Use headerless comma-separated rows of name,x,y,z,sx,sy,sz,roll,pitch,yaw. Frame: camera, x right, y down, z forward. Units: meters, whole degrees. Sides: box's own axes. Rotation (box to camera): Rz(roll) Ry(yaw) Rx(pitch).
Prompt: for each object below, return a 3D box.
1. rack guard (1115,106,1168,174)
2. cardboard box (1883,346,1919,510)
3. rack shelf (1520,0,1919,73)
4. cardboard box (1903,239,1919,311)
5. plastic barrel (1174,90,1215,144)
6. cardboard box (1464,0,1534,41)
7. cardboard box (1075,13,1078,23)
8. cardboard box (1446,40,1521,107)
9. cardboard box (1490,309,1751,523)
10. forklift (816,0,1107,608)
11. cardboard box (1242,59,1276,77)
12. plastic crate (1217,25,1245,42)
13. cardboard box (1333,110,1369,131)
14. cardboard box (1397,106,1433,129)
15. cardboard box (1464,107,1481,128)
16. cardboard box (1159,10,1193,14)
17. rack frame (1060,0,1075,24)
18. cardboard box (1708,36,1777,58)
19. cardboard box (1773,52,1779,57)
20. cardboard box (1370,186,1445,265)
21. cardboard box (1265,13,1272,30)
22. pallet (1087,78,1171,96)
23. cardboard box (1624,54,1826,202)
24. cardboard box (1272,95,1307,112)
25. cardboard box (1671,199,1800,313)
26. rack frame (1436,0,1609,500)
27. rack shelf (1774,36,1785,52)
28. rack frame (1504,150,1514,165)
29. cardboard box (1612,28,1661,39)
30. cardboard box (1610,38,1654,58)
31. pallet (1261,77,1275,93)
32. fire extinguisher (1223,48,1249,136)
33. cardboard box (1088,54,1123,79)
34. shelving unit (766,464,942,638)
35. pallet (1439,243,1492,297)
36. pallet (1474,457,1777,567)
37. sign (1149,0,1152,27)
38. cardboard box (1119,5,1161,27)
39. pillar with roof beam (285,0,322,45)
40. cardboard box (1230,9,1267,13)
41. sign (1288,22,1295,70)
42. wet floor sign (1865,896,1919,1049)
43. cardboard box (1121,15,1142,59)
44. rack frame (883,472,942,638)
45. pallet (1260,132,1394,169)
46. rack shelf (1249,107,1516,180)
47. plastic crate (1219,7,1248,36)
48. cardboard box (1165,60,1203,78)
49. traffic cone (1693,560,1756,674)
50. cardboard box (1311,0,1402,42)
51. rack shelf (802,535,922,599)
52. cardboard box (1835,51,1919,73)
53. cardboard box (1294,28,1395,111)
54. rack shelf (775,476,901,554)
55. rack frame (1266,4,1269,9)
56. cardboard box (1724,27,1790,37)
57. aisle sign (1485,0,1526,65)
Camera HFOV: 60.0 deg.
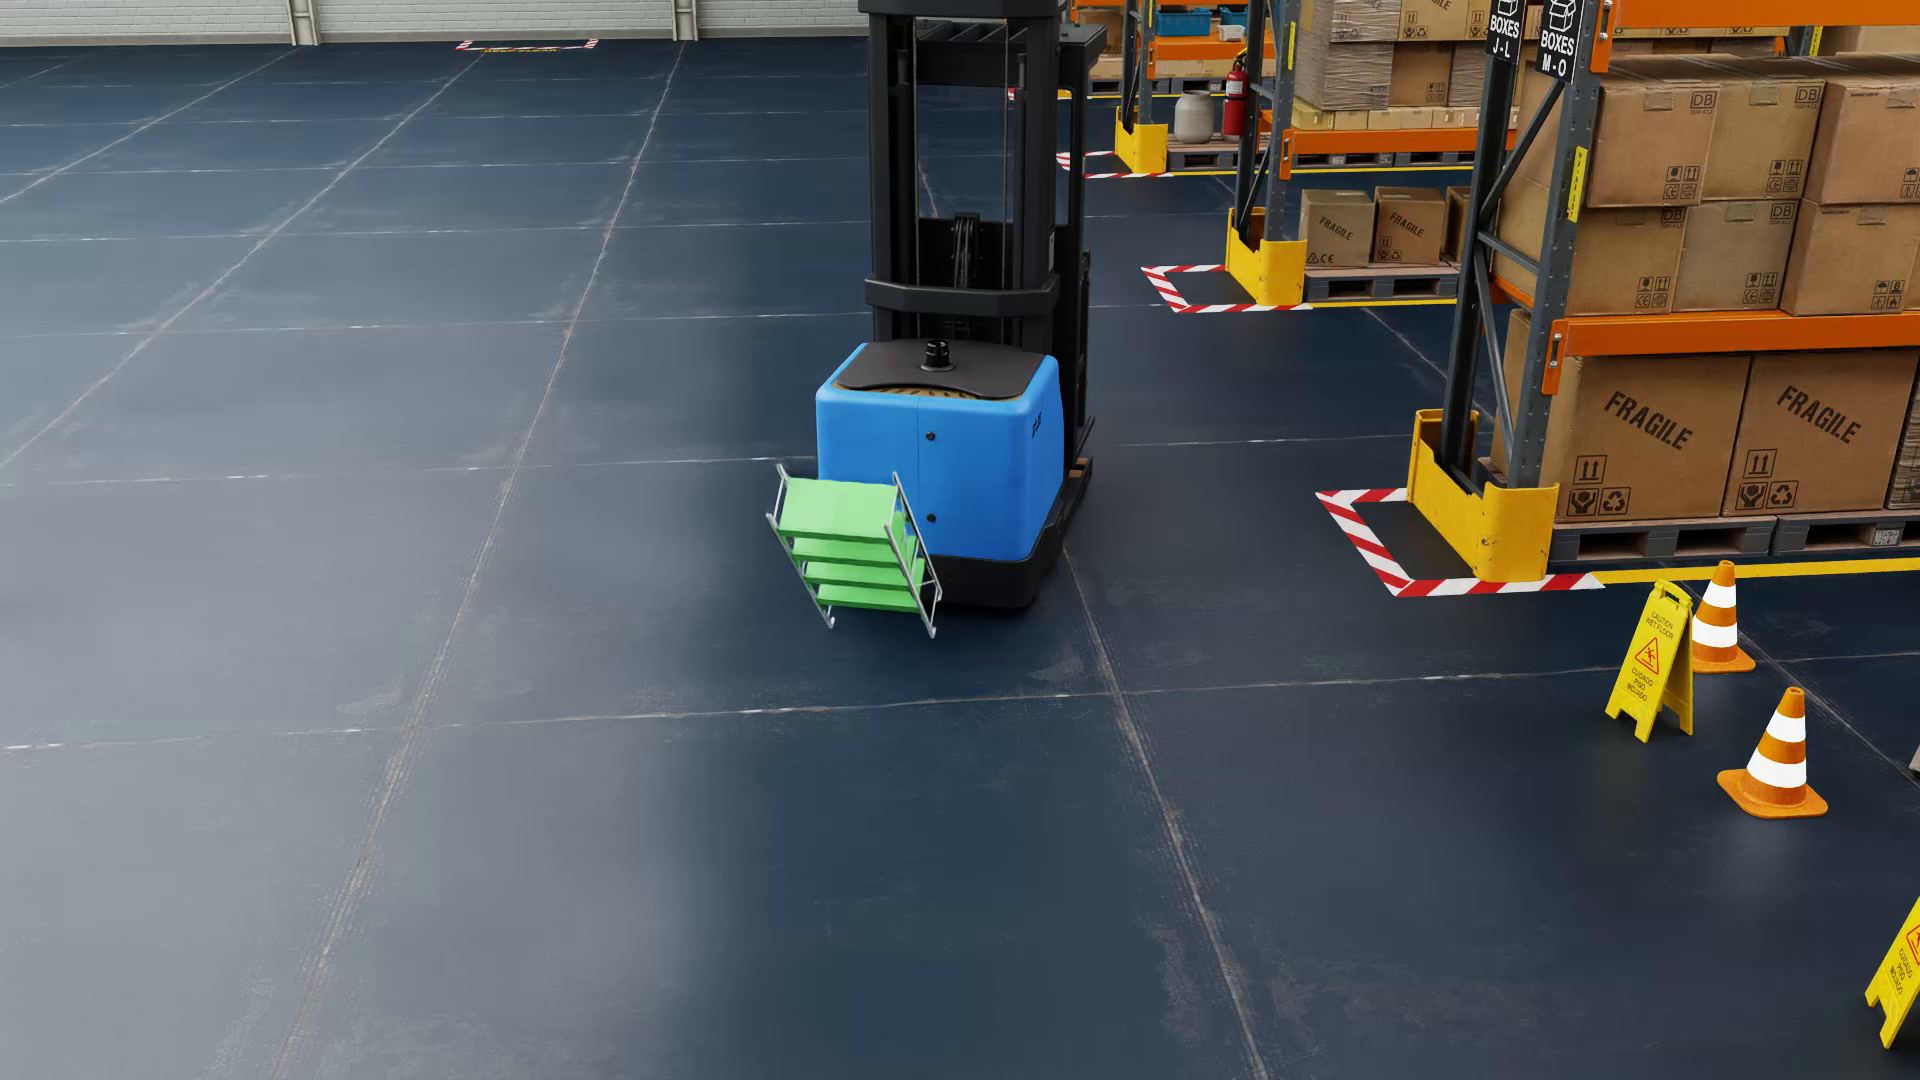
rack guard,1.932,-4.288,17.783,0.348,0.500,1.175,-2,24,-5
cardboard box,5.186,-0.744,8.830,0.875,0.875,0.875,-2,24,-5
rack shelf,4.725,-2.520,7.918,4.000,0.370,1.077,-2,24,-5
cardboard box,4.738,-1.540,8.337,0.500,0.550,0.875,-2,24,-5
plastic barrel,2.509,-4.521,17.774,0.421,0.512,0.421,0,24,0
cardboard box,3.918,-3.995,12.324,0.500,0.500,0.500,-2,24,-5
cardboard box,1.585,-8.377,26.672,0.500,0.311,0.500,-5,24,-11
cardboard box,3.886,-3.670,12.825,0.500,0.500,0.875,-2,24,-5
cardboard box,3.403,-0.673,8.669,0.875,0.875,0.875,-2,24,-5
forklift,0.138,-1.589,8.716,1.130,2.935,3.031,5,24,12
cardboard box,3.924,-6.357,22.228,0.500,0.250,0.500,-2,24,-5
plastic crate,2.783,-5.194,17.067,0.250,0.136,0.298,-2,24,-5
cardboard box,2.906,-3.209,12.586,0.250,0.149,0.380,-2,24,-5
cardboard box,3.403,-3.231,12.636,0.250,0.149,0.380,-2,24,-5
cardboard box,3.898,-3.260,12.700,0.250,0.149,0.380,-2,24,-5
cardboard box,2.876,-6.877,22.473,0.500,0.500,0.500,-2,24,-5
rack frame,1.378,-7.411,21.730,0.127,3.000,1.000,-2,24,-5
cardboard box,5.875,-3.755,13.016,0.500,0.500,0.875,-2,24,-5
cardboard box,10.840,-6.733,22.741,0.500,0.500,0.500,-3,24,-6
cardboard box,3.562,-2.512,13.270,0.500,0.500,0.500,4,24,9
cardboard box,3.923,-6.705,22.087,0.500,0.500,0.500,-2,24,-5
pallet,2.135,-6.184,22.403,1.213,0.211,1.003,-2,24,-5
cardboard box,3.646,-2.018,8.084,0.550,0.550,0.875,-2,24,-5
cardboard box,2.611,-3.387,12.986,0.250,0.149,0.380,-2,24,-5
cardboard box,3.645,-1.530,8.315,0.550,0.550,0.875,-2,24,-5
rack frame,2.735,-1.398,8.202,0.127,3.000,1.000,-2,24,-5
rack shelf,7.832,-5.319,17.911,4.000,0.370,1.077,-2,24,-5
rack frame,5.842,-5.568,17.585,0.127,3.000,1.000,-2,24,-5
cardboard box,4.913,-4.036,12.416,0.500,0.500,0.500,-2,24,-5
cardboard box,4.886,-3.689,12.866,0.500,0.500,0.875,-2,24,-5
pallet,4.563,-6.282,22.623,1.213,0.211,1.003,-2,24,-5
fire extinguisher,2.189,-3.553,13.146,0.183,0.674,0.296,-2,24,-5
cardboard box,1.933,-6.278,22.049,0.500,0.250,0.500,-2,24,-5
shelving unit,-0.433,0.071,7.248,0.503,1.200,0.258,5,66,11
pallet,4.447,-2.201,13.442,1.213,0.211,1.003,-2,24,-5
pallet,3.523,-0.187,8.911,1.213,0.211,1.003,-2,24,-5
sign,1.911,-5.313,16.669,0.005,0.325,0.100,-2,24,-5
cardboard box,2.887,-8.495,26.705,0.500,0.500,0.700,-4,24,-8
pillar with roof beam,-10.020,-10.313,20.873,0.400,9.000,9.100,-2,24,-5
cardboard box,3.871,-6.917,22.564,0.500,0.500,0.500,-2,24,-5
sign,2.401,-3.583,12.052,0.005,0.325,0.100,-2,24,-5
wet floor sign,3.028,1.250,5.144,0.232,0.644,0.267,6,25,13
cardboard box,2.431,-6.641,21.944,0.500,0.500,0.500,-2,24,-5
rack frame,-0.195,0.090,7.200,0.015,1.200,0.240,5,66,11
pallet,3.952,-4.234,18.016,1.213,0.211,1.003,-2,24,-5
rack shelf,4.338,-3.158,13.047,4.000,0.370,1.077,-2,24,-5
plastic crate,2.977,-5.505,17.626,0.408,0.251,0.499,-2,24,-5
cardboard box,2.928,-6.319,22.142,0.500,0.250,0.500,-2,24,-5
traffic cone,3.403,0.314,7.474,0.334,0.463,0.336,-2,24,-5
cardboard box,2.922,-3.957,12.239,0.500,0.500,0.500,-2,24,-5
rack shelf,-0.424,0.098,7.305,0.480,0.148,0.258,5,66,11
cardboard box,4.731,-2.059,8.176,0.500,0.550,0.875,-2,24,-5
cardboard box,2.898,-3.599,12.665,0.500,0.500,0.875,-2,24,-5
rack shelf,-0.493,-0.106,6.876,0.480,0.148,0.258,5,66,11
rack frame,4.868,-9.573,26.594,0.127,3.000,1.000,-2,24,-5
cardboard box,5.908,-4.076,12.506,0.500,0.500,0.500,-2,24,-5
aisle sign,2.635,-2.704,7.940,0.004,0.787,0.394,-2,24,-5
